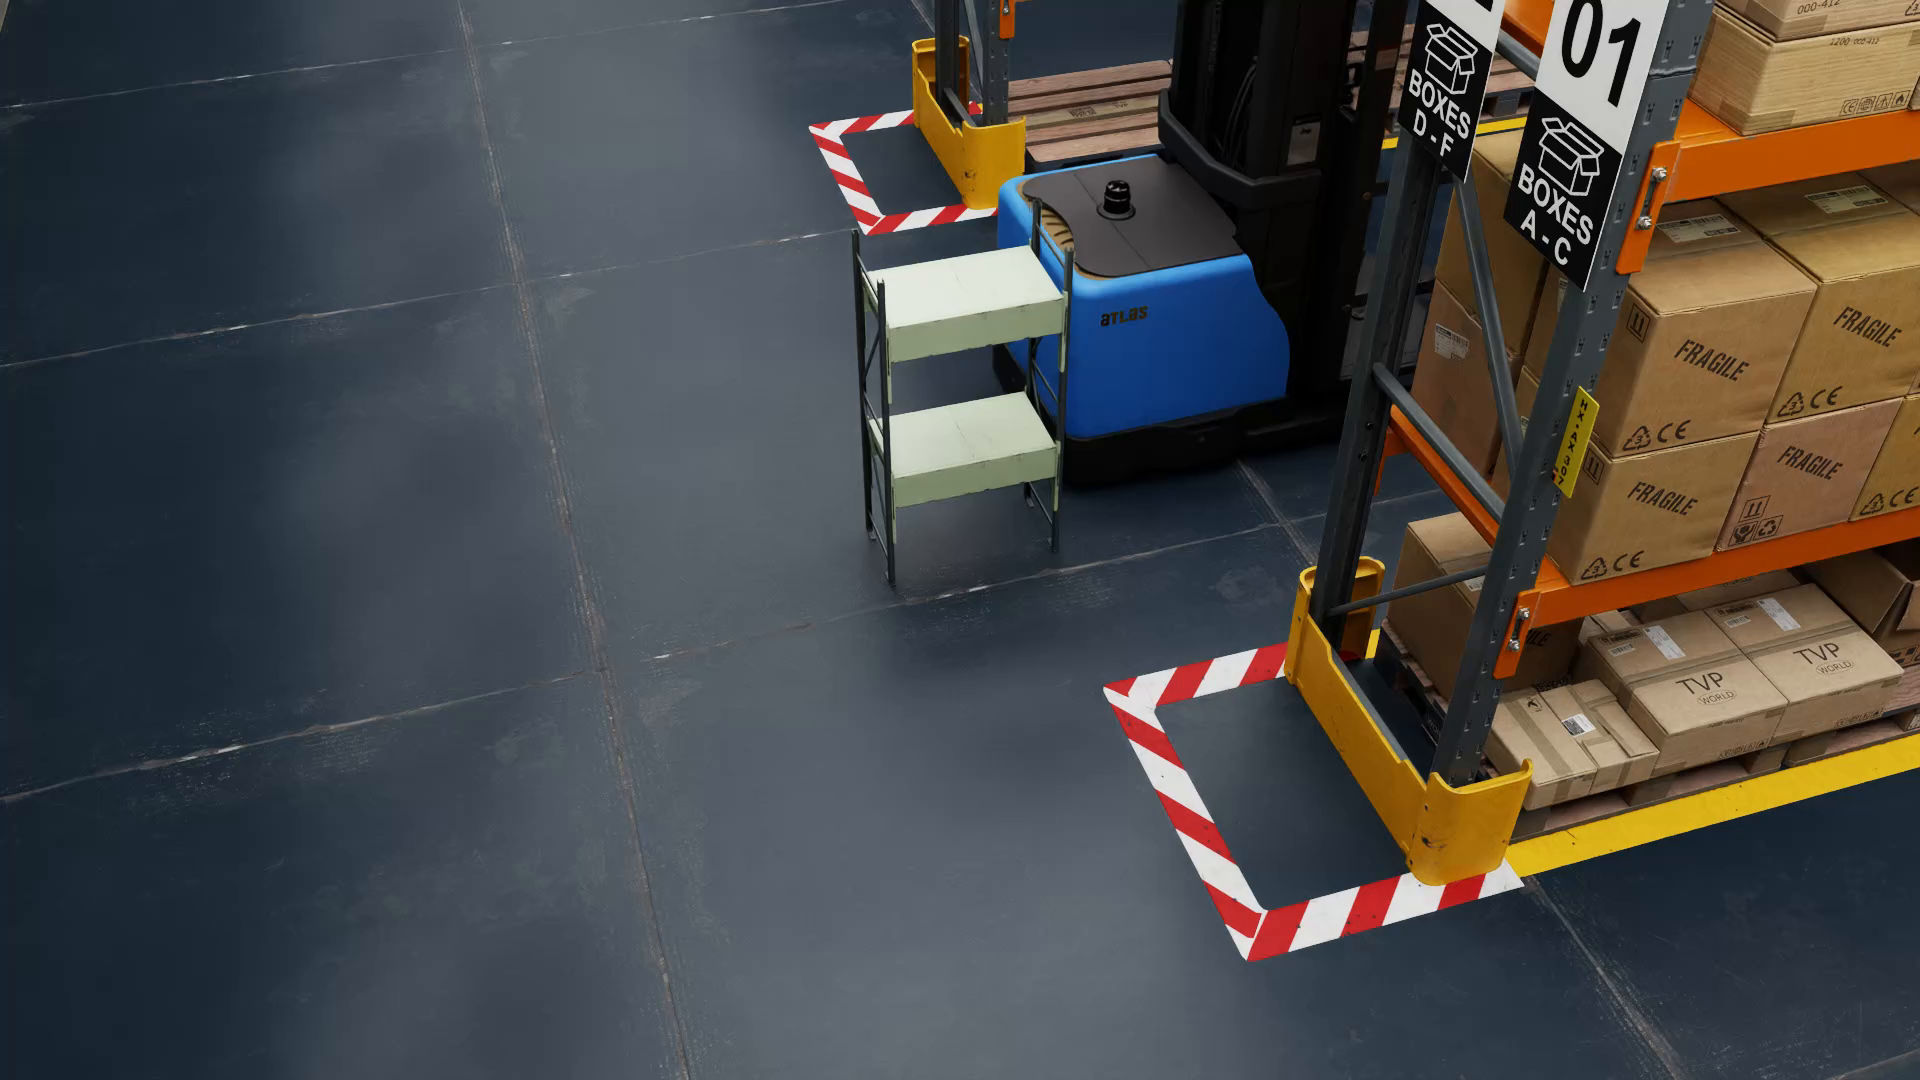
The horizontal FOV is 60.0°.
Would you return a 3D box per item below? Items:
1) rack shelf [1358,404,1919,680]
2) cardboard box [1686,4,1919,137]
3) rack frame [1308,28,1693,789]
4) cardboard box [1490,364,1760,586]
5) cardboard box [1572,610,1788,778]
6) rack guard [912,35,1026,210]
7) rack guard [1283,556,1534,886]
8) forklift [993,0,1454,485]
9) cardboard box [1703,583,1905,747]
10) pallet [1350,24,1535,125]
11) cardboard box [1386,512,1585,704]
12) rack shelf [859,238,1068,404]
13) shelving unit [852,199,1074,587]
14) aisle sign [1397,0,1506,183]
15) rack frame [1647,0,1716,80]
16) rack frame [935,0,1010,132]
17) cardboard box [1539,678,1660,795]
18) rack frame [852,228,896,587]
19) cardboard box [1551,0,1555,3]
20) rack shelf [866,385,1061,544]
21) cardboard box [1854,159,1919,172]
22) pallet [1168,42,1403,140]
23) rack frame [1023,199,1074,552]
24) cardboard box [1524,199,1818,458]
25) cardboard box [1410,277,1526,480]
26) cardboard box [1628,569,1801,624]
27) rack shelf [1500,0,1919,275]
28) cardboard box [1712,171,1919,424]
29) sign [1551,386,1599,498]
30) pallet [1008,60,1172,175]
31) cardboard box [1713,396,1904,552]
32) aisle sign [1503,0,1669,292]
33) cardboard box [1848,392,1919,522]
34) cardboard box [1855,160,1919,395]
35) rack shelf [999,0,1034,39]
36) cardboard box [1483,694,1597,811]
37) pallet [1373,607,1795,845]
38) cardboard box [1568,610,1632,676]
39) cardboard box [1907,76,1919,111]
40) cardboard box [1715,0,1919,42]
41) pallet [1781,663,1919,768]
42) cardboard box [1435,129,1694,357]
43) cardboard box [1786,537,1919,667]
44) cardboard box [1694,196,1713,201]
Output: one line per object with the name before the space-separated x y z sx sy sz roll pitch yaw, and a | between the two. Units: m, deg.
rack shelf | 3.451 -0.409 5.986 4.000 0.370 1.077 -12 42 -13
cardboard box | 2.110 -1.300 4.293 0.500 0.250 0.500 -12 42 -13
rack frame | 1.543 -0.285 5.296 0.127 3.000 1.000 -12 42 -13
cardboard box | 2.046 -0.245 5.175 0.500 0.500 0.500 -11 42 -12
cardboard box | 2.624 0.556 6.089 0.500 0.250 0.500 -12 42 -13
rack guard | 0.040 -2.440 9.663 0.348 0.500 1.175 -12 42 -13
rack guard | 1.616 0.641 6.136 0.348 0.500 1.175 -12 42 -13
forklift | 1.733 -1.935 7.238 3.031 2.935 1.130 -13 43 -14
cardboard box | 3.101 0.458 6.202 0.500 0.250 0.500 -12 42 -13
pallet | 3.184 -2.965 10.483 1.213 0.211 1.003 -12 42 -13
cardboard box | 1.988 0.229 6.274 0.500 0.500 0.500 -12 42 -13
rack shelf | 0.006 -0.860 6.501 0.720 0.370 0.431 -12 42 -13
shelving unit | 0.006 -0.566 6.758 0.755 1.500 0.431 -12 42 -13
aisle sign | 1.386 -1.443 4.646 0.004 0.787 0.394 -12 42 -13
rack frame | 1.543 -2.544 3.323 0.127 3.000 1.000 -12 42 -13
rack frame | 0.059 -3.394 8.855 0.127 3.000 1.000 -12 42 -13
cardboard box | 2.284 0.700 5.988 0.250 0.166 0.380 -12 42 -13
rack frame | -0.343 -0.494 6.675 0.023 1.500 0.400 -12 42 -13
cardboard box | 1.954 -1.625 4.665 0.500 0.250 0.500 -12 42 -13
rack shelf | 0.006 -0.321 6.973 0.720 0.370 0.431 -12 42 -13
cardboard box | 2.860 -1.166 5.468 0.500 0.500 0.500 -11 42 -12
pallet | 2.019 -2.722 10.205 1.213 0.211 1.003 -12 42 -13
rack frame | 0.355 -0.638 6.841 0.023 1.500 0.400 -12 42 -13
cardboard box | 2.046 -0.622 4.846 0.500 0.500 0.500 -10 42 -12
cardboard box | 1.889 -0.582 5.560 0.500 0.500 0.500 -10 42 -12
cardboard box | 2.903 0.154 6.550 0.500 0.250 0.500 -12 42 -13
rack shelf | 3.451 -1.539 4.999 4.000 0.370 1.077 -12 42 -13
cardboard box | 2.542 -0.730 4.969 0.500 0.500 0.500 -11 42 -13
sign | 1.706 -0.271 4.622 0.005 0.325 0.100 -12 42 -13
pallet | 0.857 -2.483 9.931 1.213 0.211 1.003 -12 42 -13
cardboard box | 2.536 -0.350 5.295 0.500 0.500 0.500 -12 43 -13
aisle sign | 1.566 -1.066 4.215 0.004 0.787 0.394 -12 42 -13
cardboard box | 3.016 -0.448 5.407 0.500 0.500 0.500 -12 43 -13
cardboard box | 3.021 -0.825 5.079 0.500 0.500 0.500 -11 42 -12
rack shelf | 1.966 -3.519 9.544 4.000 0.370 1.077 -12 42 -13
cardboard box | 2.046 0.756 5.938 0.250 0.149 0.380 -12 42 -13
pallet | 2.376 0.592 6.412 1.213 0.211 1.003 -12 42 -13
cardboard box | 2.401 0.331 6.411 0.250 0.166 0.380 -12 42 -13
cardboard box | 2.590 -1.391 4.396 0.500 0.250 0.500 -12 42 -13
cardboard box | 2.111 -1.485 4.124 0.500 0.250 0.500 -12 42 -13
pallet | 3.537 0.353 6.685 1.213 0.211 1.003 -12 42 -13
cardboard box | 1.885 -0.960 5.233 0.500 0.500 0.500 -12 43 -13
cardboard box | 3.568 0.073 6.449 0.637 0.503 0.797 -12 42 -13
cardboard box | 2.367 -1.060 5.348 0.500 0.500 0.500 -11 42 -12
